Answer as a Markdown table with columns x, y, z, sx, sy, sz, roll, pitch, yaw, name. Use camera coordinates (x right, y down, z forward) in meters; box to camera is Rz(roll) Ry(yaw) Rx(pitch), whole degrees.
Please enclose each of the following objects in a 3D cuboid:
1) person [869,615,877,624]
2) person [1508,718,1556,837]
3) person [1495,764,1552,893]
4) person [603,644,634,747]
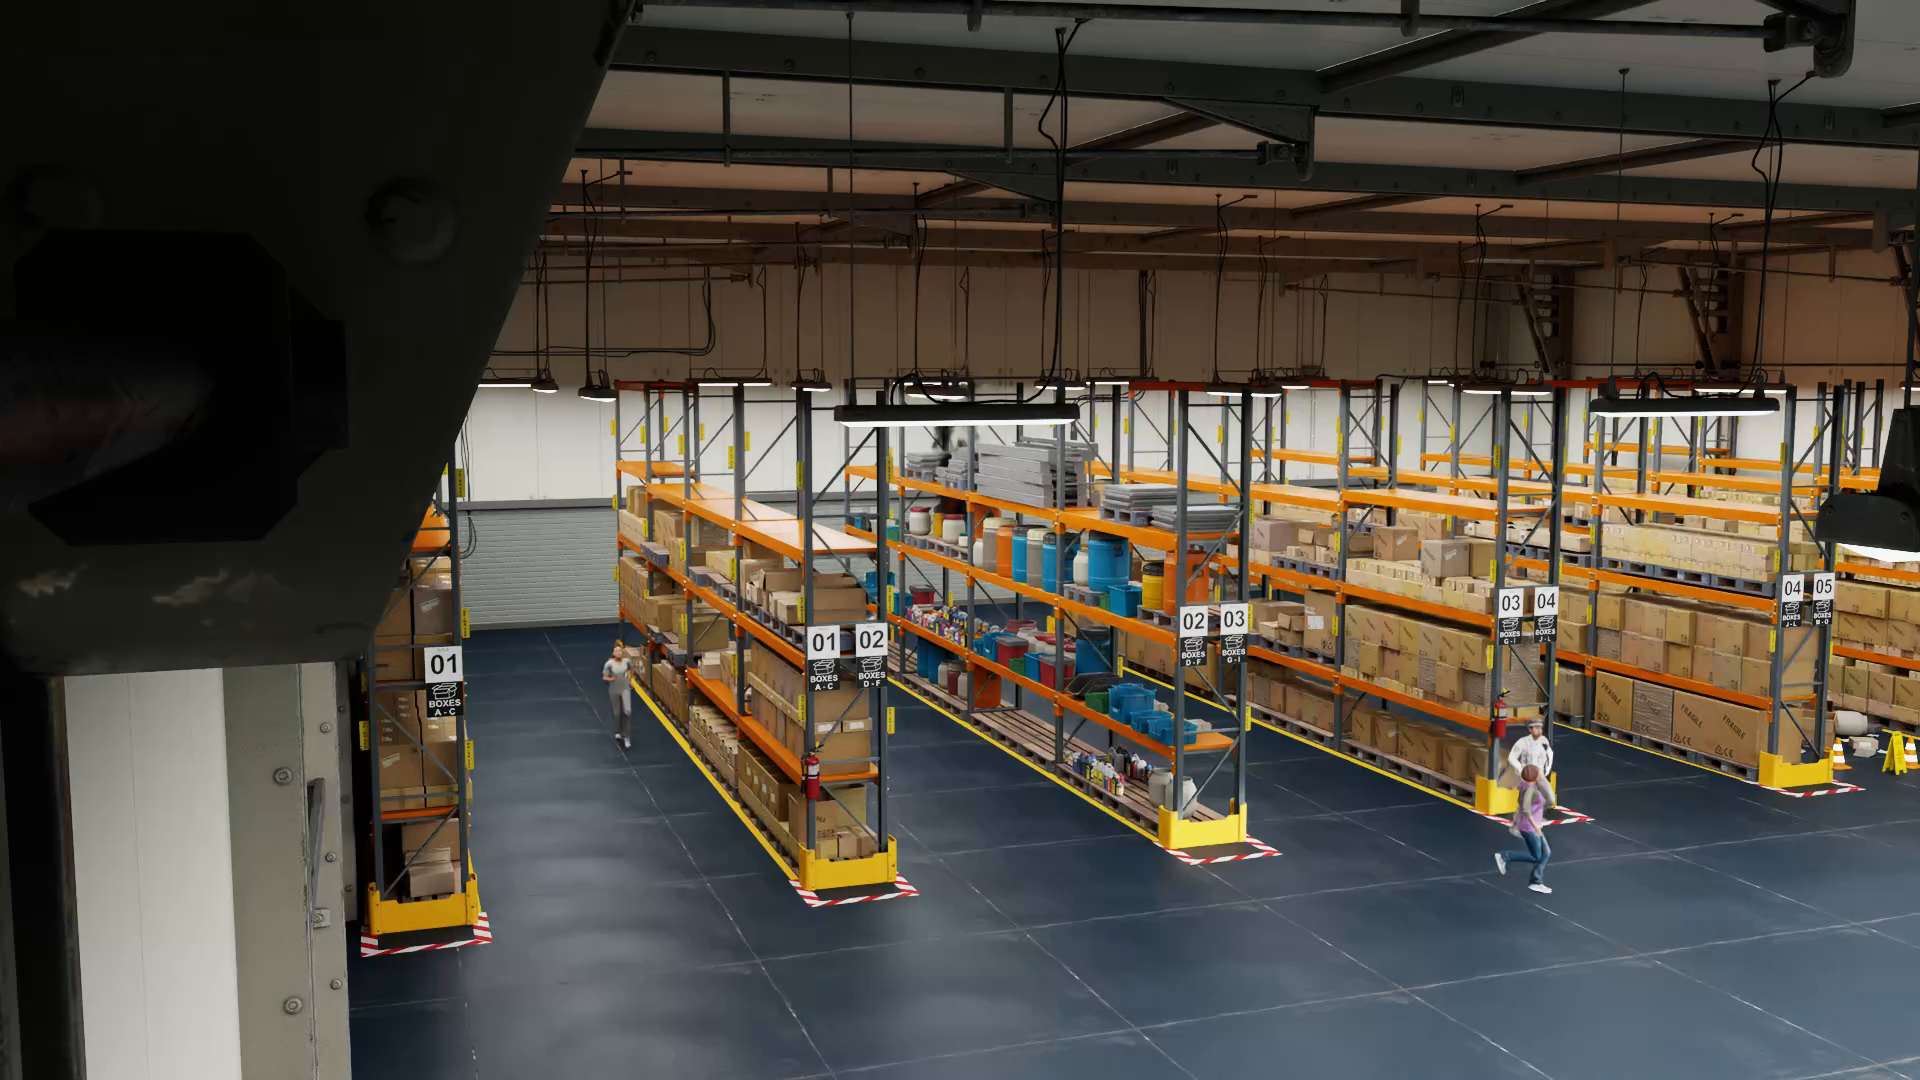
| x | y | z | sx | sy | sz | roll | pitch | yaw | name |
| --- | --- | --- | --- | --- | --- | --- | --- | --- | --- |
| -1.779 | 1.385 | 38.658 | 0.692 | 1.735 | 0.733 | -1 | 6 | -7 | person |
| 7.724 | 3.193 | 22.320 | 0.712 | 1.656 | 0.513 | -2 | 6 | -21 | person |
| 6.797 | 3.464 | 20.006 | 0.677 | 1.559 | 0.543 | 2 | 6 | 17 | person |
| -5.684 | 2.553 | 27.737 | 0.546 | 1.677 | 0.759 | -2 | 6 | -18 | person |
